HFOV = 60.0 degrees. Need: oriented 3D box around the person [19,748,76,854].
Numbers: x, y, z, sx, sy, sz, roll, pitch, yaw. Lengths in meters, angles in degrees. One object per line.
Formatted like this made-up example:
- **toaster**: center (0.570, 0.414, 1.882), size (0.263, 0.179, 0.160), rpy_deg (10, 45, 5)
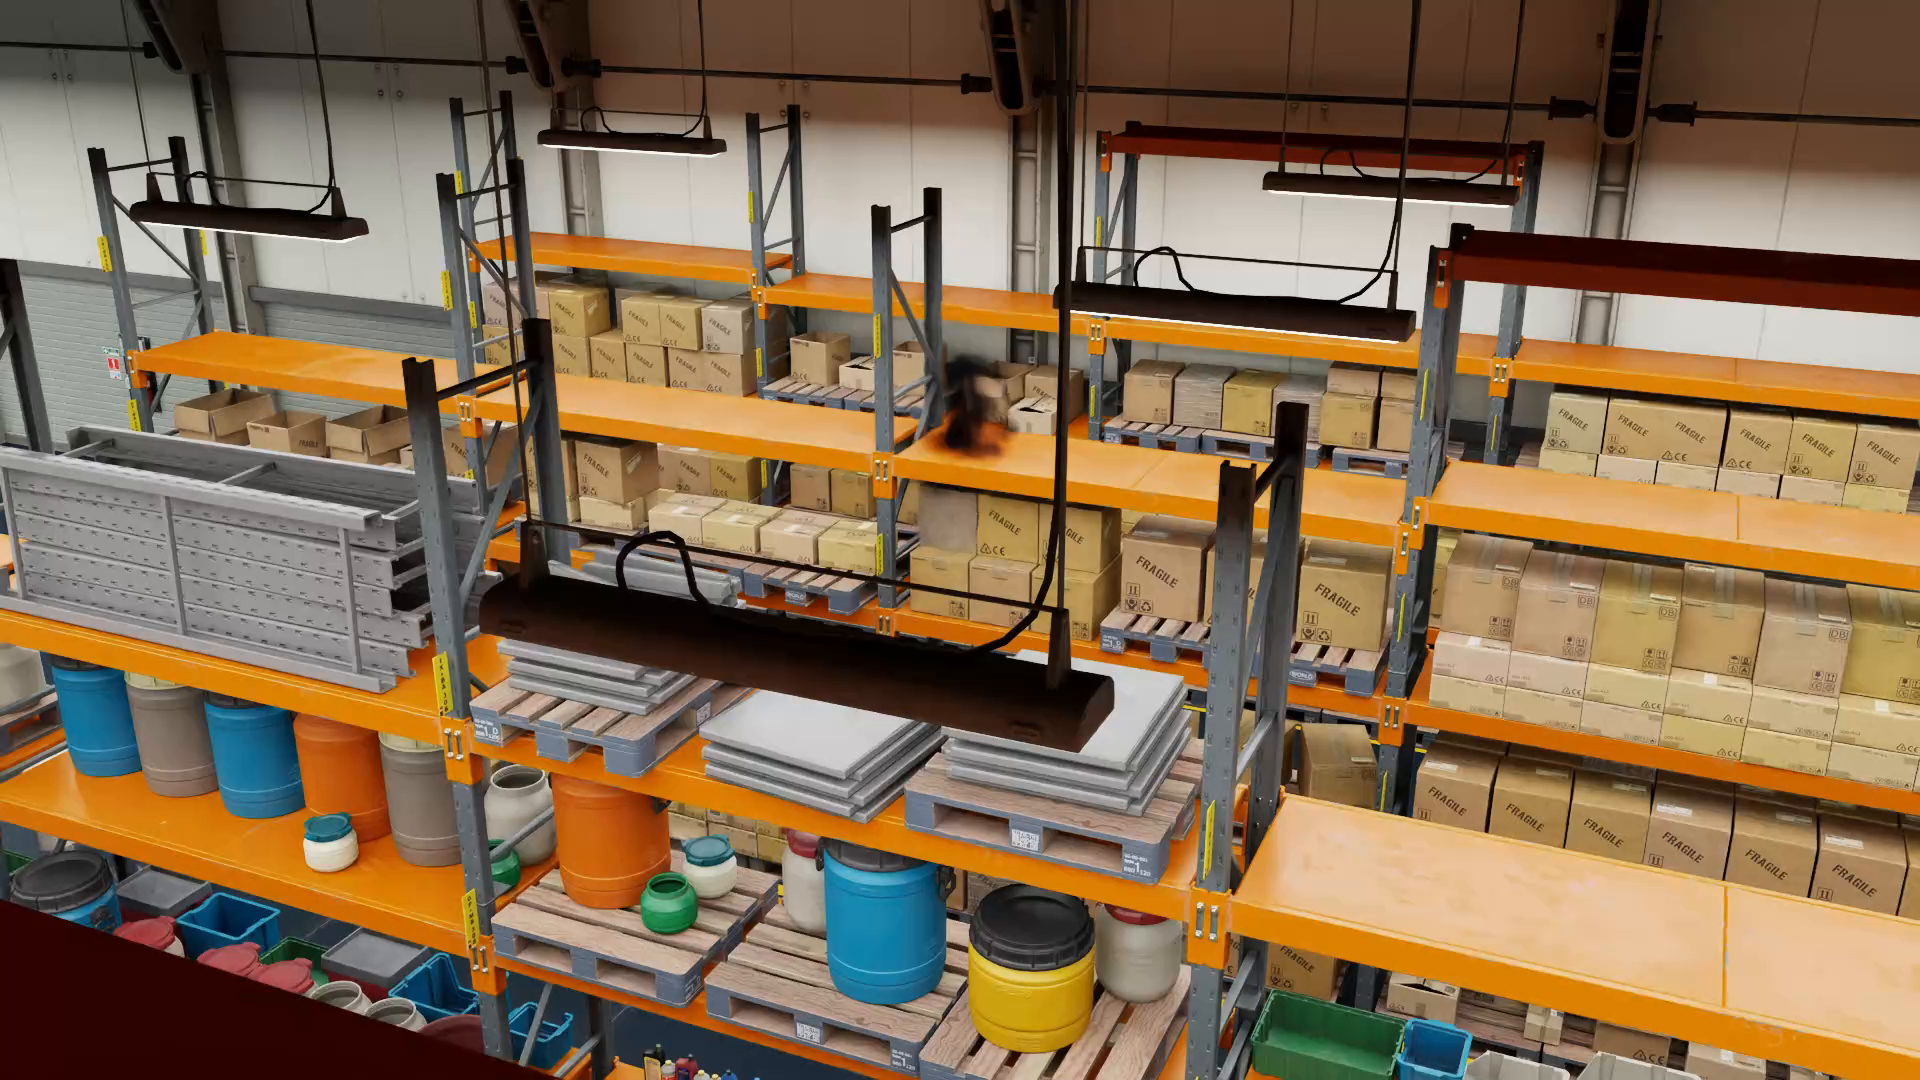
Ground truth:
- **person**: center (-19.348, -0.217, 20.760), size (28.412, 1.794, 6.014), rpy_deg (9, 22, 22)
